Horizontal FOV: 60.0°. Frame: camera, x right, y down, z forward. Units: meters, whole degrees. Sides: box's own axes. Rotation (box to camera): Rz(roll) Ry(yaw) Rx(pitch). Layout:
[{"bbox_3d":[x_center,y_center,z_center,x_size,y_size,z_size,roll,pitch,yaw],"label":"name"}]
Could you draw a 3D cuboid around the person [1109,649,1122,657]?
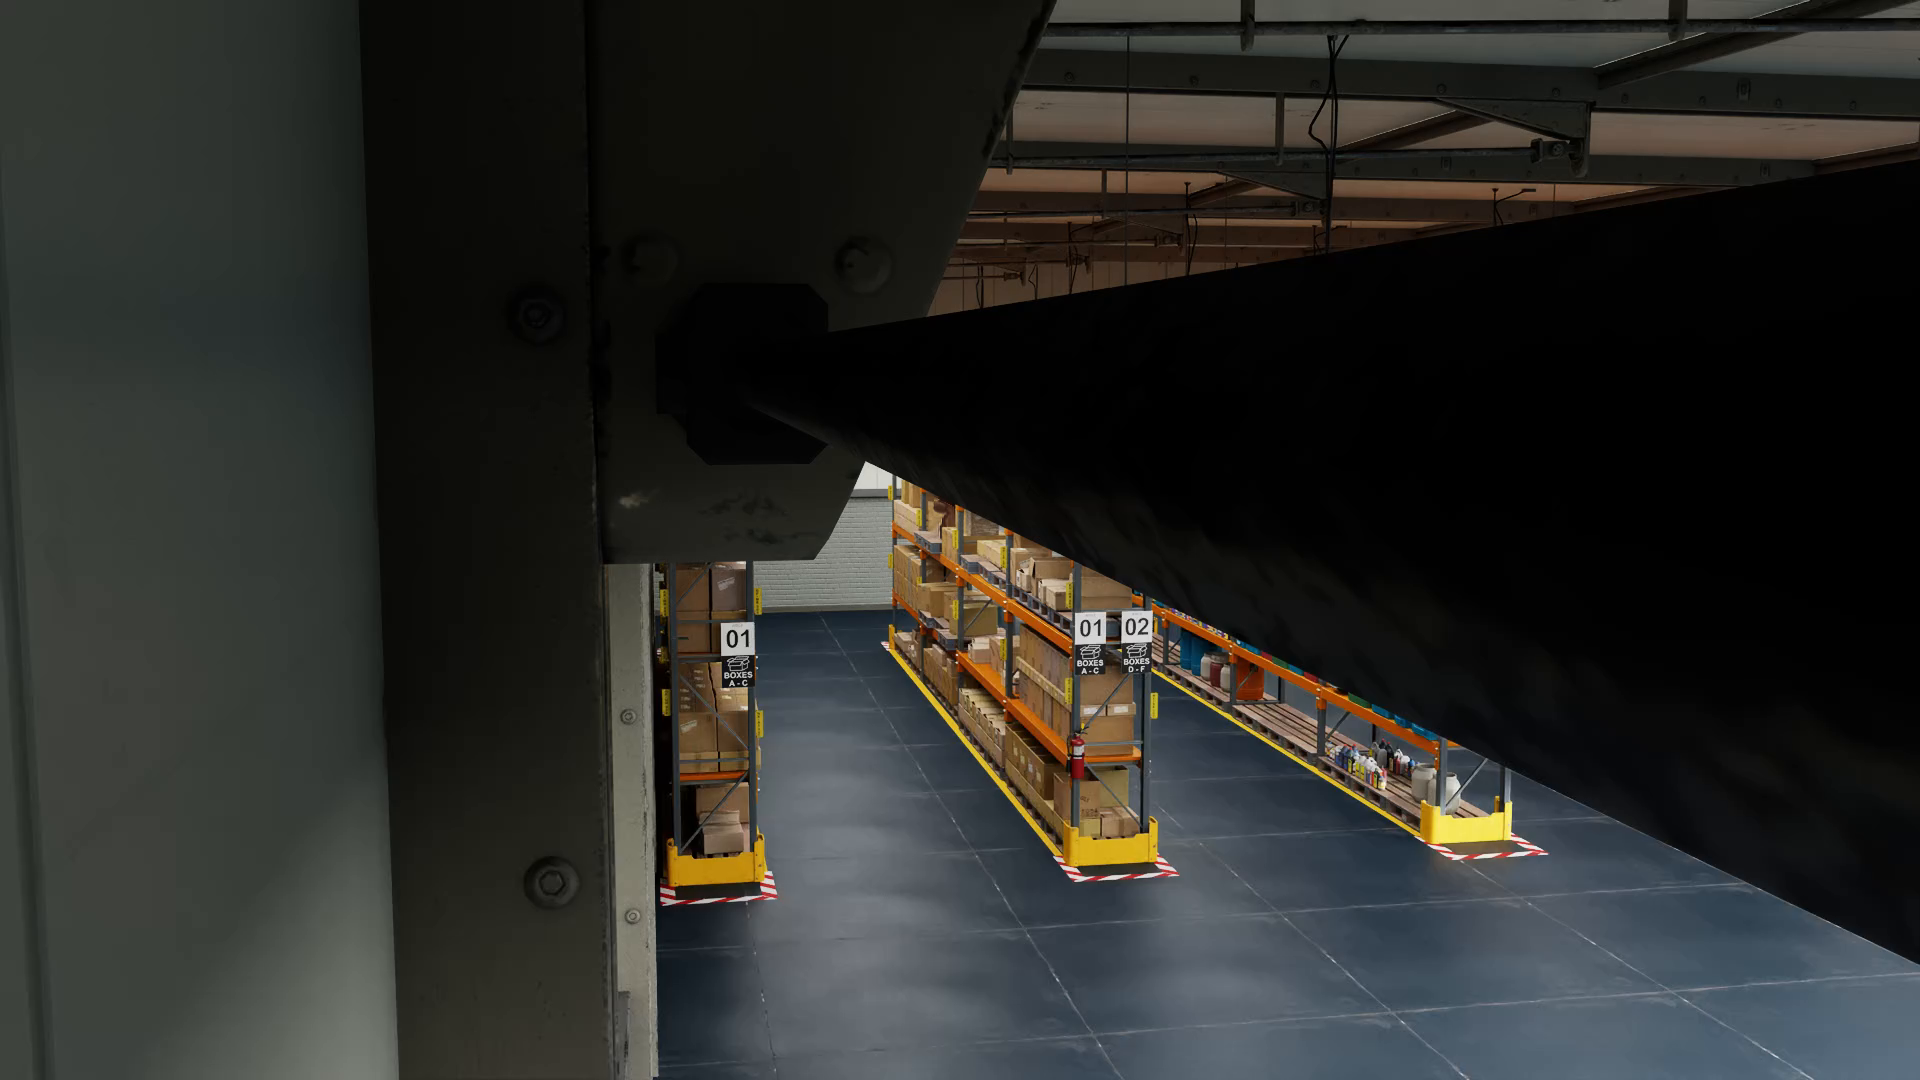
[{"bbox_3d":[2.819,1.999,30.039,0.577,1.744,0.668,-3,7,-25],"label":"person"}]
